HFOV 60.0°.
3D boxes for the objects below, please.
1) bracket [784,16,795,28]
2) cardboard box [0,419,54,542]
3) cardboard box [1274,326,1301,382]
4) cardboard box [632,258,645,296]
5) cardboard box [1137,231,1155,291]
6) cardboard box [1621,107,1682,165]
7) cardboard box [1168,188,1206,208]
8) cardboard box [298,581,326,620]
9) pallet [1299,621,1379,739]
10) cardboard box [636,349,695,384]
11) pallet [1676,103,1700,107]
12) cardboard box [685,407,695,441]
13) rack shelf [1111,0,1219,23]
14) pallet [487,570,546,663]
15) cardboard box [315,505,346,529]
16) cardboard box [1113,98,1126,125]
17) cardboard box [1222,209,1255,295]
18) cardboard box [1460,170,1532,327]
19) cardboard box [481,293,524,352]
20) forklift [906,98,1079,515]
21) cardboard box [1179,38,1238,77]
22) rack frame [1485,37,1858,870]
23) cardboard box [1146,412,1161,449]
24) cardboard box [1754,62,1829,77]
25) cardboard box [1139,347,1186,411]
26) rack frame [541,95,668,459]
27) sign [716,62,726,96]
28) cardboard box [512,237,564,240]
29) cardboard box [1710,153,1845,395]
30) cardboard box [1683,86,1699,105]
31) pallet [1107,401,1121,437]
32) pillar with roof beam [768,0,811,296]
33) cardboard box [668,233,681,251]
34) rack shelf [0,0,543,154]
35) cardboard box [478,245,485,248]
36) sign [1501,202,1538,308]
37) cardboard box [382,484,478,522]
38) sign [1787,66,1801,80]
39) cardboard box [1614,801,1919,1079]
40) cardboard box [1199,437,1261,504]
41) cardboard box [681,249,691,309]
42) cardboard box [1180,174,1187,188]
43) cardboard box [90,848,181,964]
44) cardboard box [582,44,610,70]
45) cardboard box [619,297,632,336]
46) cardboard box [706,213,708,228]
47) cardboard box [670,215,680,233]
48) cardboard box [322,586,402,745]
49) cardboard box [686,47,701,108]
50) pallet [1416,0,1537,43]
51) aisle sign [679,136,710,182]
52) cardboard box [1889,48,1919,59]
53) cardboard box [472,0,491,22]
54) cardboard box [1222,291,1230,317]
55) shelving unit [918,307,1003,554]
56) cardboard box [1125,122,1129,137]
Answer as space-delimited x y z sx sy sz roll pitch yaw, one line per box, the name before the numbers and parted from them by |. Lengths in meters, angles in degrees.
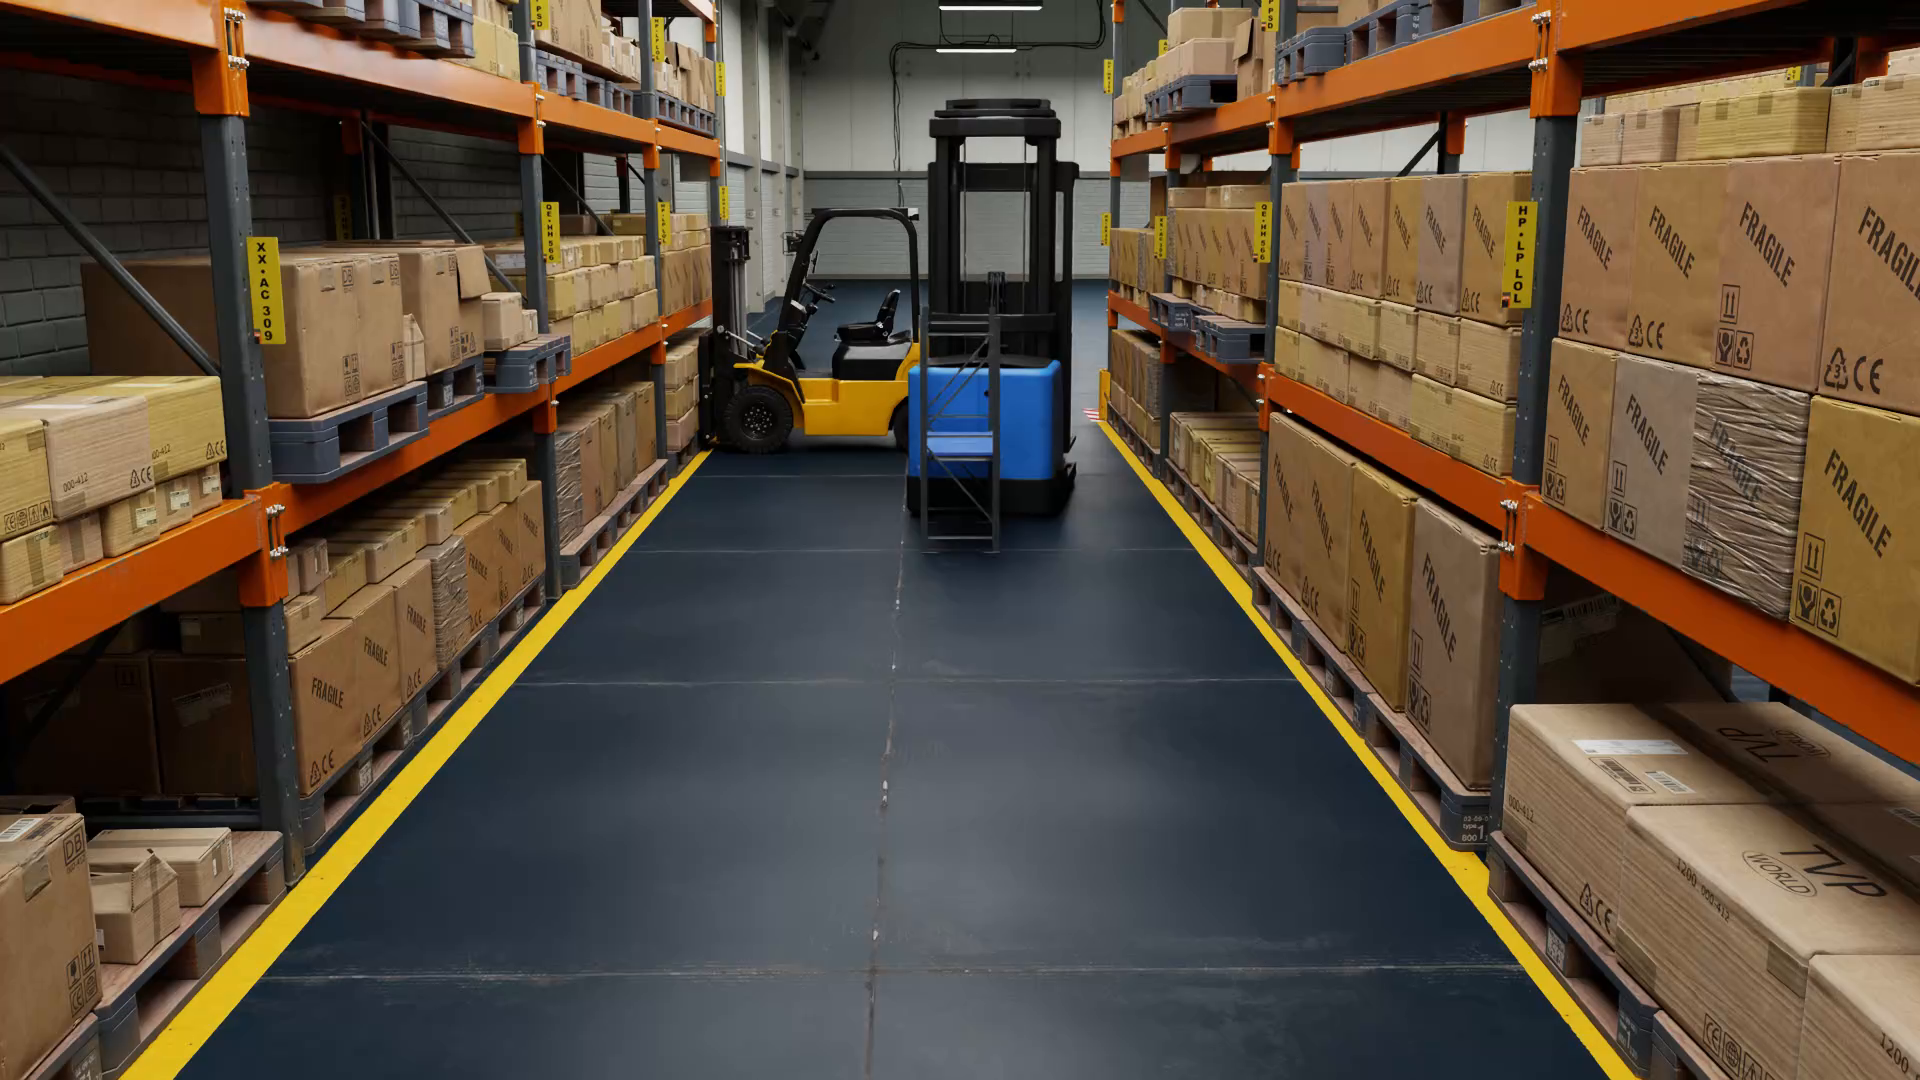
bracket | -3.948 -11.976 38.404 0.235 0.232 0.430 0 11 -1
cardboard box | -2.404 -0.112 3.696 0.500 0.250 0.500 0 11 -2
cardboard box | 1.958 -0.983 8.738 0.500 0.250 0.500 0 11 -2
cardboard box | -2.563 -1.902 12.008 0.500 0.250 0.500 -1 11 -3
cardboard box | 1.826 -2.438 14.530 0.500 0.500 0.500 0 11 0
cardboard box | 2.050 -1.102 4.549 0.380 0.149 0.250 0 11 0
cardboard box | 1.773 -2.574 12.513 0.380 0.149 0.250 0 11 -1
cardboard box | -2.505 0.235 5.953 0.380 0.149 0.250 -1 11 -3
pallet | 2.162 0.611 7.519 1.003 0.211 1.213 0 11 -1
cardboard box | -2.543 -1.476 14.137 0.500 0.250 0.500 0 11 -1
pallet | 7.035 -3.822 15.031 1.003 0.211 1.213 0 11 -1
cardboard box | -2.551 -0.986 14.233 0.500 0.250 0.500 0 11 -2
rack shelf | 2.075 -4.934 14.562 1.077 0.370 4.000 0 11 -1
pallet | -2.786 0.381 8.649 1.003 0.211 1.213 0 11 -1
cardboard box | -2.984 -0.071 7.463 0.380 0.149 0.250 0 11 -1
cardboard box | 1.778 -4.187 16.236 0.500 0.250 0.500 0 11 -2
cardboard box | 1.890 -1.748 10.073 0.500 0.500 0.500 0 11 -2
cardboard box | 2.021 -0.987 5.612 0.500 0.500 0.500 0 11 1
cardboard box | -2.418 -1.058 8.050 0.500 0.250 0.500 -1 11 -4
forklift | 0.336 -1.860 12.854 1.130 2.935 3.031 2 12 8
cardboard box | 1.772 -3.234 11.232 0.500 0.250 0.500 0 11 -2
rack frame | 2.282 -0.360 5.289 1.000 3.000 0.127 0 11 -1
cardboard box | 1.835 -0.925 13.933 0.500 0.250 0.500 0 11 1
cardboard box | 6.796 -3.884 13.439 0.500 0.250 0.500 0 11 -2
cardboard box | 1.824 -1.393 14.357 0.500 0.500 0.500 0 11 0
rack frame | -2.846 -1.929 13.023 1.000 3.000 0.127 0 11 -1
sign | -2.386 -4.589 16.561 0.100 0.325 0.005 0 11 -1
cardboard box | -3.096 -2.122 12.091 0.380 0.149 0.250 0 11 -1
cardboard box | 2.053 -0.601 3.710 0.500 0.500 0.500 0 11 0
cardboard box | 6.704 -3.967 14.847 0.380 0.149 0.250 0 11 -1
pallet | 2.017 -1.202 16.453 1.003 0.211 1.213 0 11 -1
pillar with roof beam | -0.007 -10.311 39.248 9.100 9.000 0.548 0 11 -1
cardboard box | -2.561 -2.513 14.018 0.380 0.149 0.250 0 11 0
rack shelf | -2.722 -1.854 6.917 1.077 0.370 4.000 0 11 -1
cardboard box | -3.034 -1.668 9.853 0.380 0.149 0.250 0 11 -1
sign | 1.739 -0.884 5.161 0.100 0.325 0.005 0 11 -1
cardboard box | -2.542 -0.176 7.982 0.380 0.149 0.250 0 11 1
sign | 6.508 -3.750 12.956 0.100 0.325 0.005 0 11 -1
cardboard box | 2.207 0.993 4.007 0.875 0.438 0.875 -1 11 -3
cardboard box | 2.164 -0.483 11.447 0.950 0.372 0.625 0 11 1
cardboard box | -2.633 -2.271 14.459 0.500 0.500 0.500 0 11 -2
cardboard box | 2.250 -3.028 14.926 0.700 0.500 0.500 0 11 -2
cardboard box | -2.368 0.976 4.525 0.396 0.266 0.258 0 11 1
cardboard box | -2.504 -3.160 10.871 0.380 0.149 0.250 0 11 -2
cardboard box | -2.579 -1.558 11.570 0.500 0.250 0.500 0 11 -1
cardboard box | -2.675 -3.118 16.251 0.380 0.149 0.250 0 11 -1
cardboard box | -2.569 -2.660 13.996 0.380 0.149 0.250 0 11 0
cardboard box | -2.487 0.478 6.391 0.500 0.500 0.500 0 11 -2
cardboard box | -2.755 -4.207 15.148 0.700 0.500 0.500 0 11 -1
pallet | 2.213 -1.918 5.907 0.805 0.209 1.217 -1 11 -3
aisle sign | -2.637 -4.012 16.754 0.394 0.787 0.004 0 11 -1
cardboard box | 7.238 -3.502 12.303 0.500 0.250 0.500 0 11 -1
cardboard box | -2.530 -2.605 8.184 0.380 0.149 0.250 -1 11 -2
cardboard box | 1.832 -1.455 10.261 0.380 0.149 0.250 -1 11 -4
shelving unit | -0.004 -0.749 10.981 0.538 1.500 1.048 0 11 -1
cardboard box | 1.782 -3.920 15.926 0.380 0.149 0.250 0 11 0
